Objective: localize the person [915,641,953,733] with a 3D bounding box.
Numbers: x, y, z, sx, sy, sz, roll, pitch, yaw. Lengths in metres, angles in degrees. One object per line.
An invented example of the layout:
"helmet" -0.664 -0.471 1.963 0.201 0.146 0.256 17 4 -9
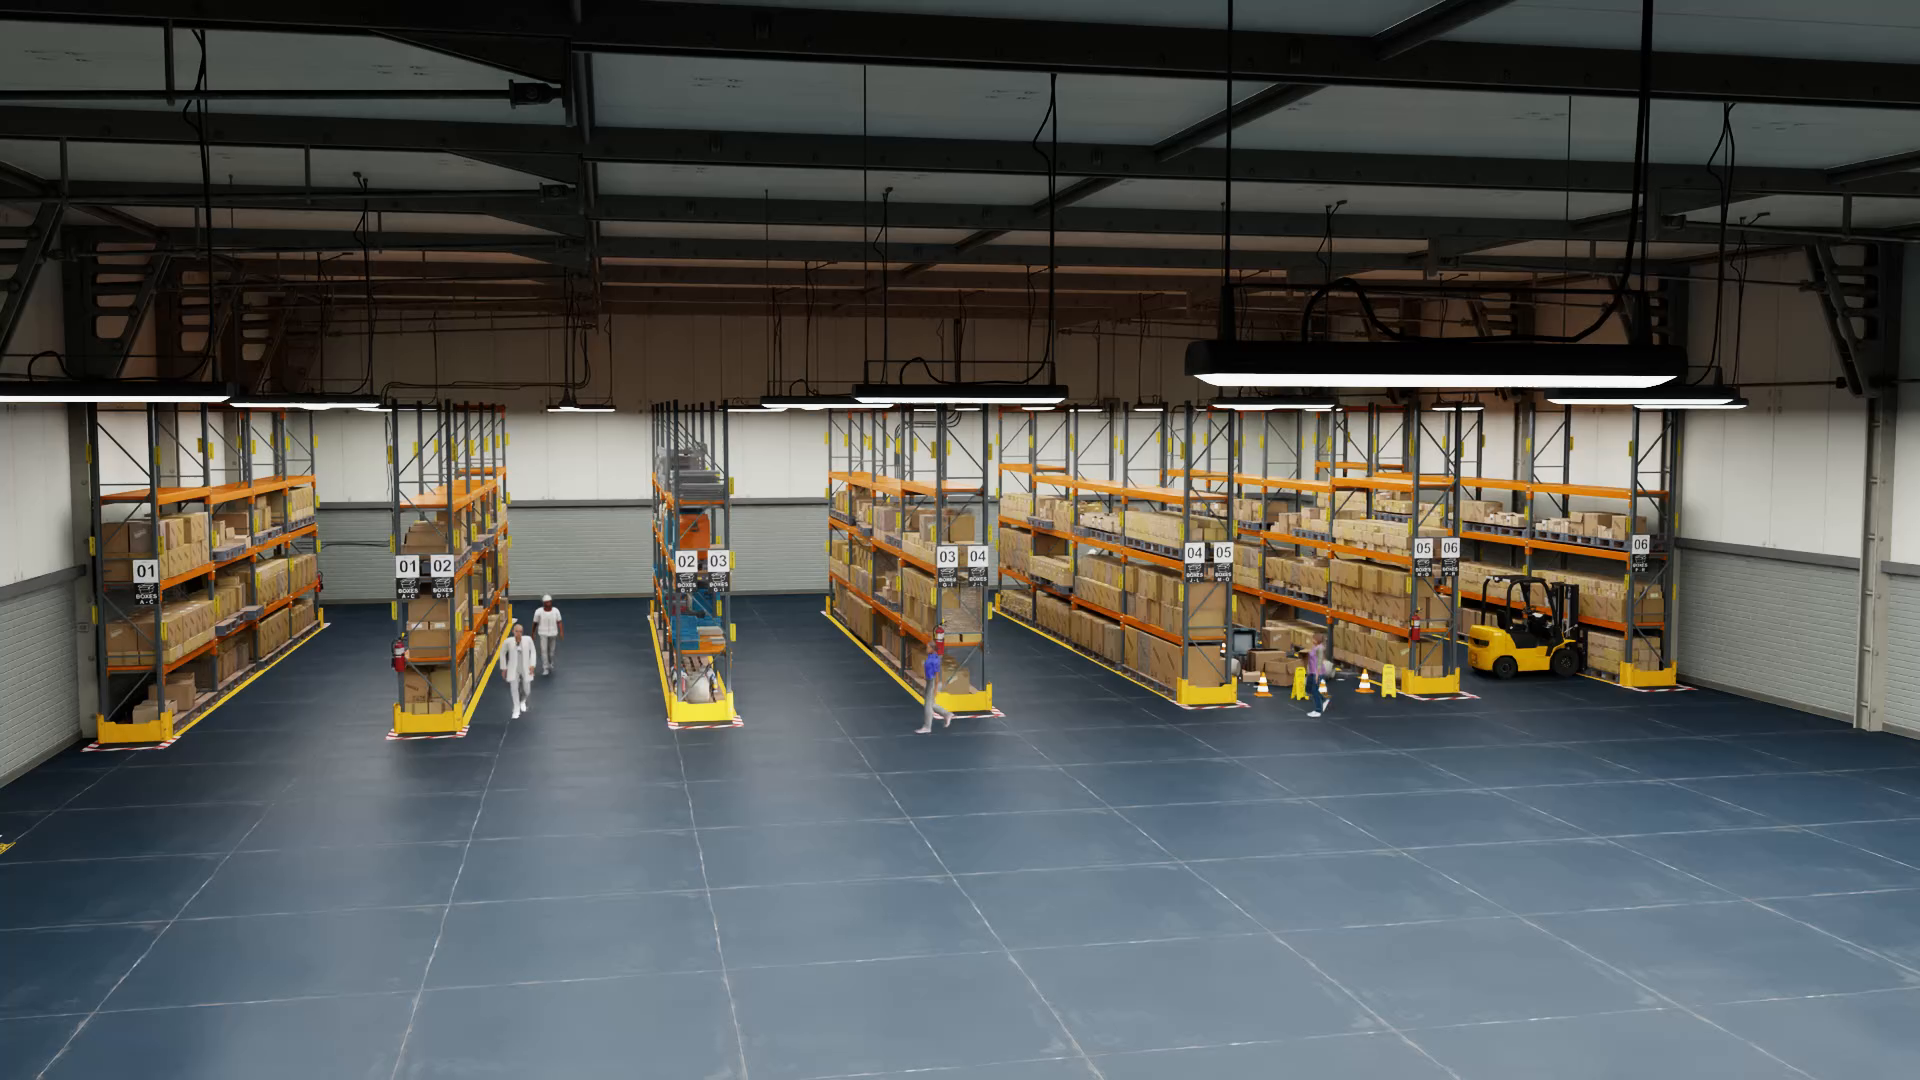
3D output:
"person" -0.474 2.634 30.001 0.748 1.641 0.481 -1 4 -16

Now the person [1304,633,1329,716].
"person" 6.795 2.539 31.467 0.477 1.583 0.432 -1 4 -11

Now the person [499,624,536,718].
"person" -8.426 2.467 31.664 0.673 1.765 0.740 -2 5 -23

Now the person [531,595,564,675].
"person" -9.120 2.075 36.778 0.670 1.705 1.079 -2 5 -21

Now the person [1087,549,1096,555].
"person" 3.939 1.153 49.298 0.691 1.776 0.599 0 4 -2
